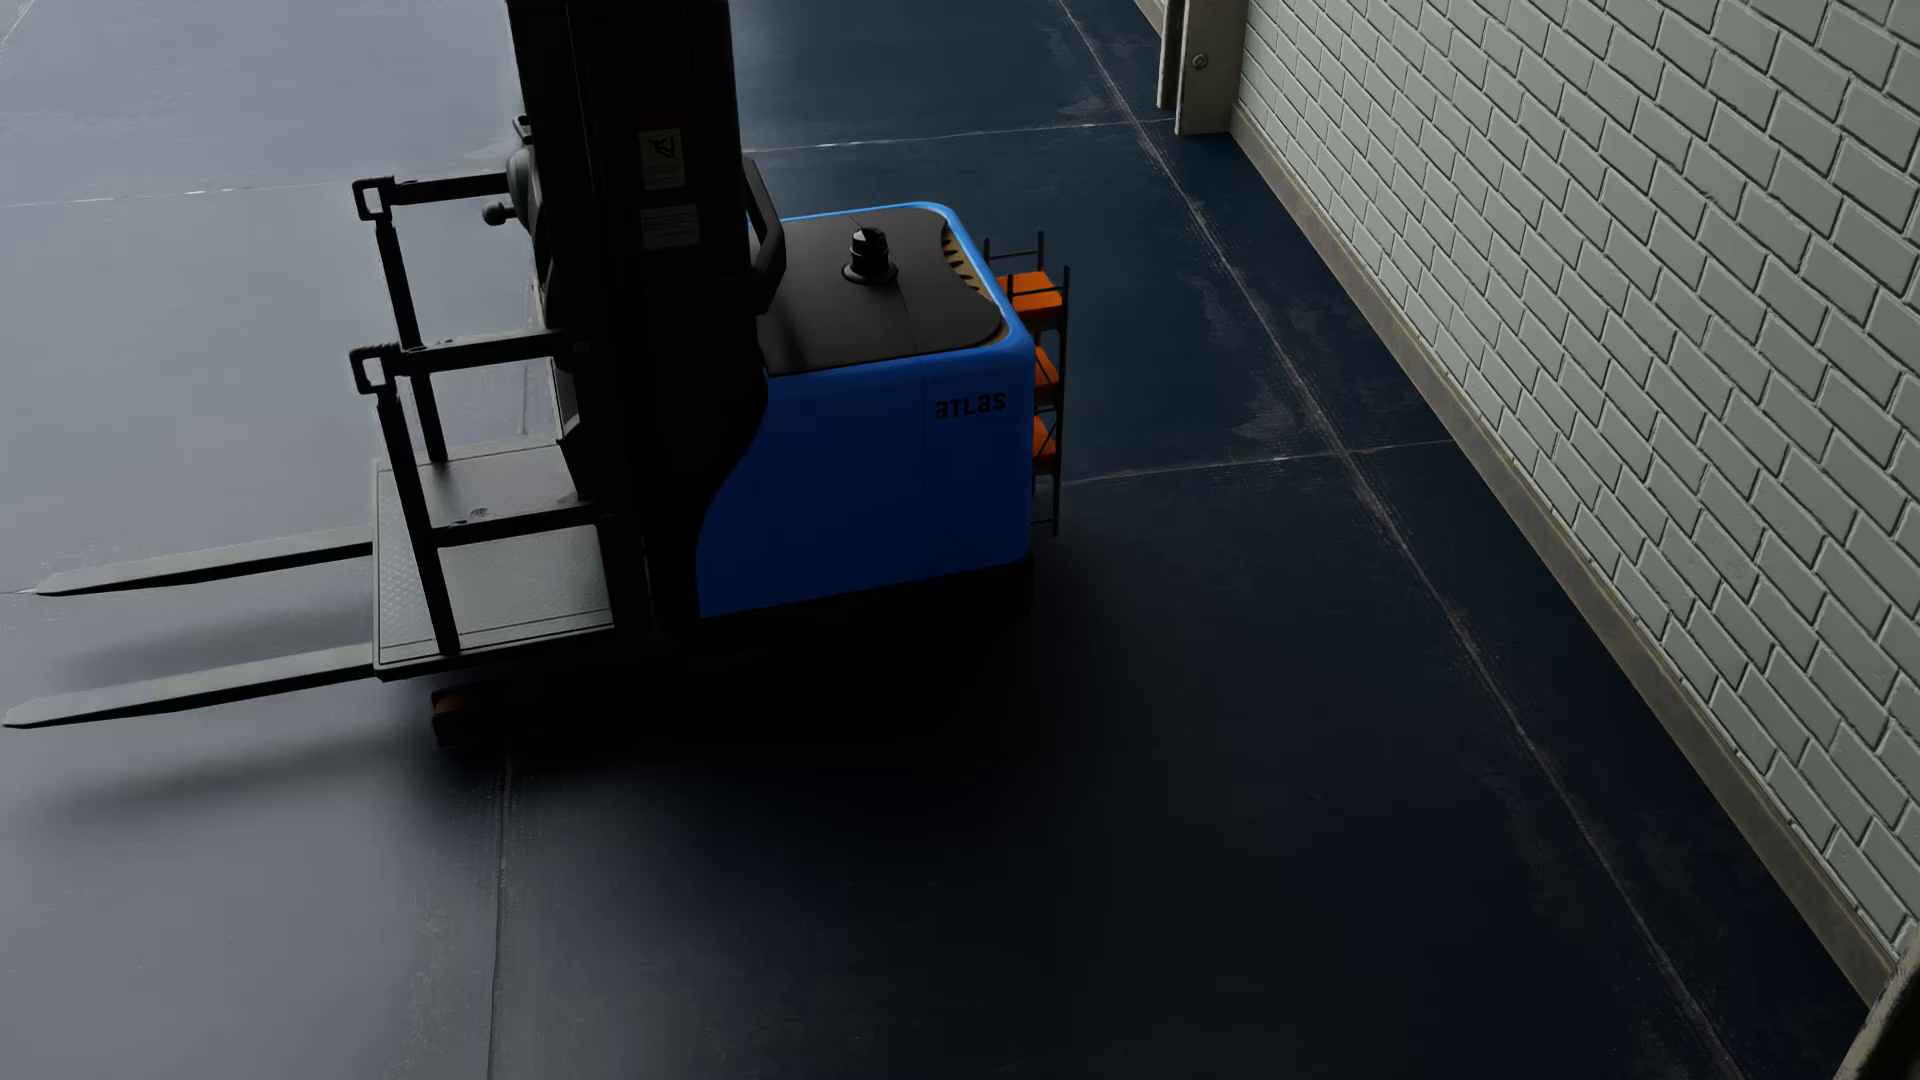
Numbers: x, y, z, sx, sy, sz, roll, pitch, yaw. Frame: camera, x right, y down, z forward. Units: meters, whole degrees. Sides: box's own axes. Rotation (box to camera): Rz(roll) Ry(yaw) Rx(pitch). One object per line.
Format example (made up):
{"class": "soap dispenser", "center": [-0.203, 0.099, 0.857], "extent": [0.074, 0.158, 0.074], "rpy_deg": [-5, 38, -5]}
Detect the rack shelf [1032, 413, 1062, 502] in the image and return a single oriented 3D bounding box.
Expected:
{"class": "rack shelf", "center": [0.206, -0.257, 5.696], "extent": [0.215, 0.259, 0.240], "rpy_deg": [-10, 39, -13]}

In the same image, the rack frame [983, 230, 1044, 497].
{"class": "rack frame", "center": [0.171, -0.557, 5.611], "extent": [0.200, 1.050, 0.008], "rpy_deg": [-10, 39, -13]}

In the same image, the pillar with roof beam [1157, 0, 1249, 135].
{"class": "pillar with roof beam", "center": [-3.026, -5.264, 5.191], "extent": [9.100, 9.000, 0.400], "rpy_deg": [-6, 38, -8]}

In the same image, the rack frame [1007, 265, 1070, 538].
{"class": "rack frame", "center": [0.241, -0.414, 5.427], "extent": [0.200, 1.050, 0.008], "rpy_deg": [-10, 39, -13]}

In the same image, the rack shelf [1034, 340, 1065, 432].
{"class": "rack shelf", "center": [0.206, -0.477, 5.525], "extent": [0.215, 0.259, 0.240], "rpy_deg": [-10, 39, -13]}

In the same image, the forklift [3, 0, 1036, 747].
{"class": "forklift", "center": [-1.343, -0.904, 4.524], "extent": [3.031, 2.935, 1.130], "rpy_deg": [-10, 39, -12]}

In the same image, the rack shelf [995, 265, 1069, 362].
{"class": "rack shelf", "center": [0.206, -0.701, 5.351], "extent": [0.215, 0.259, 0.240], "rpy_deg": [-10, 39, -13]}

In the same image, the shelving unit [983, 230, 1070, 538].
{"class": "shelving unit", "center": [0.206, -0.485, 5.519], "extent": [0.215, 1.050, 0.252], "rpy_deg": [-10, 39, -13]}
